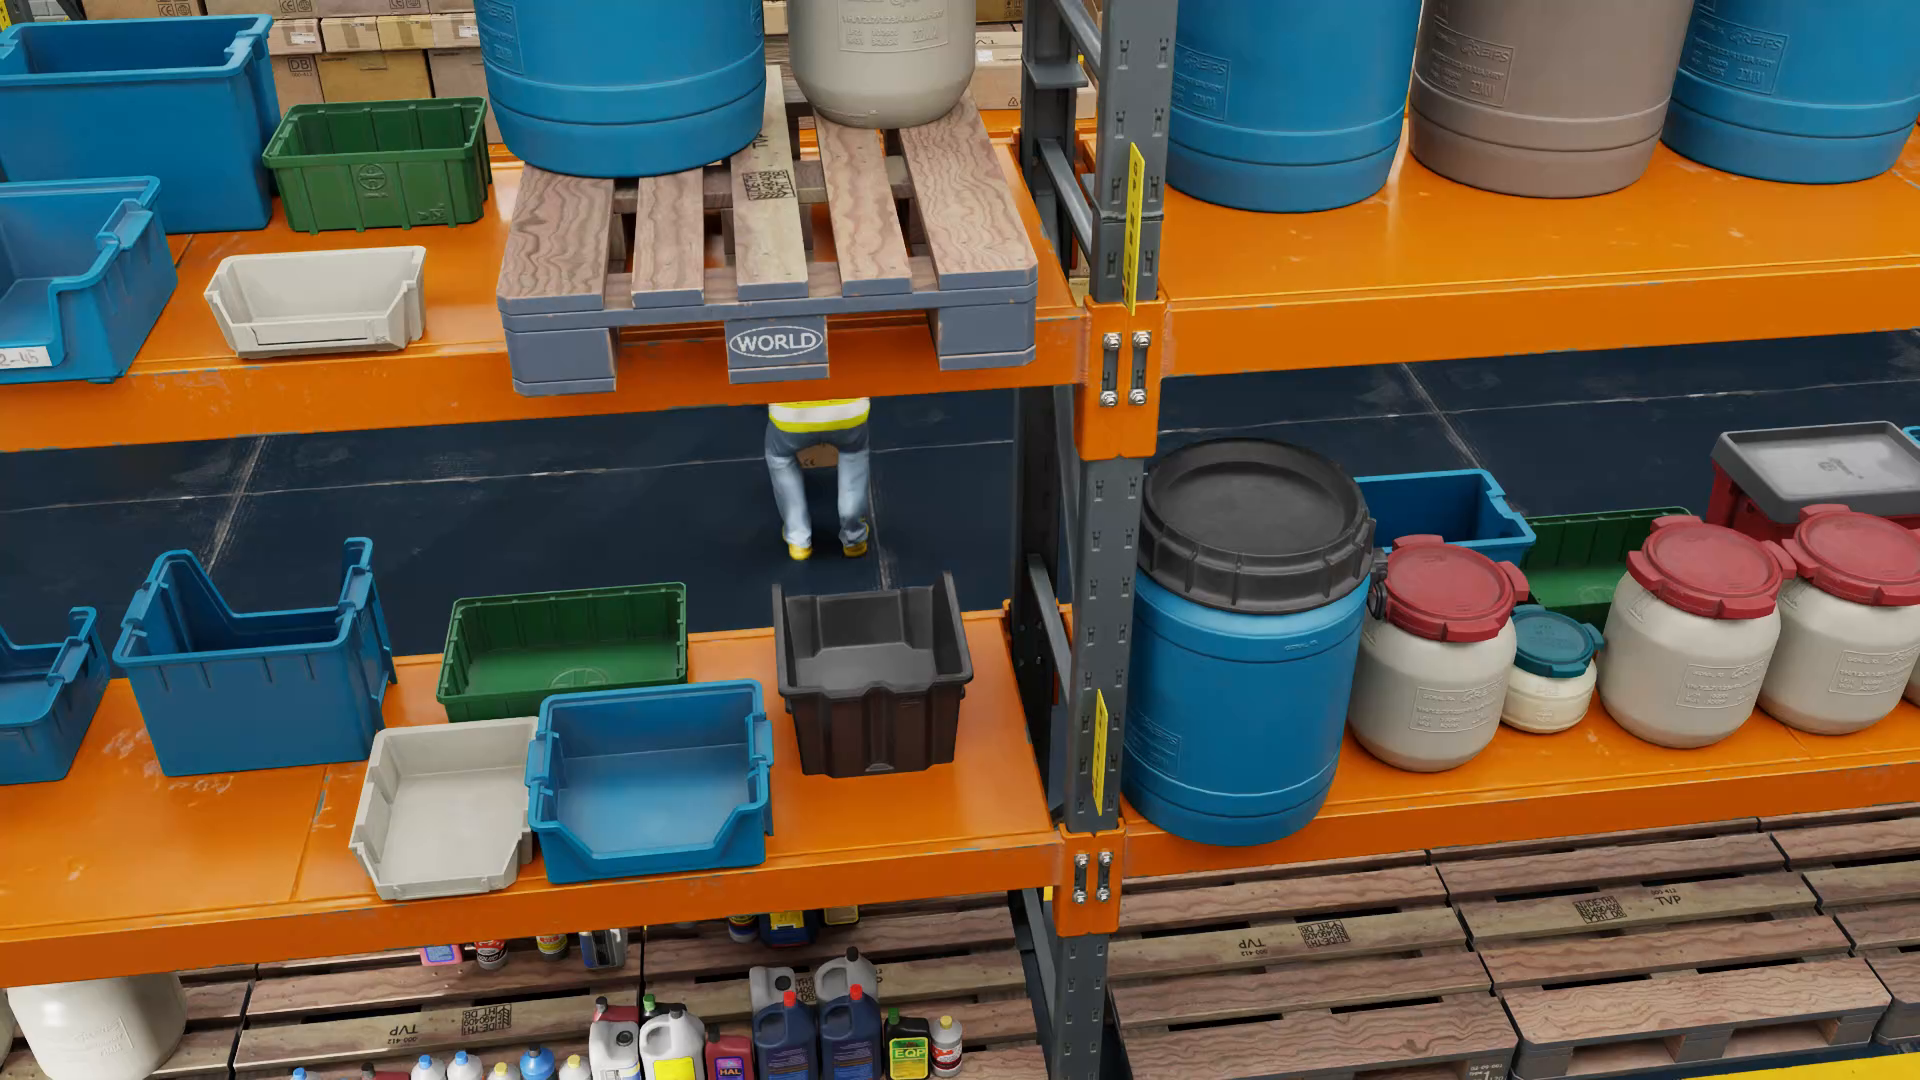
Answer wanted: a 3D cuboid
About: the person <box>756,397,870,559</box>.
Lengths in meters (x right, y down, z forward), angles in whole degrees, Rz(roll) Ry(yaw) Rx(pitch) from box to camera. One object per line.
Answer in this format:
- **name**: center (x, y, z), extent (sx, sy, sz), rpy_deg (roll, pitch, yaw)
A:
- **person**: center (-0.662, -0.632, 7.260), extent (0.627, 1.517, 0.687), rpy_deg (-4, 35, -6)
